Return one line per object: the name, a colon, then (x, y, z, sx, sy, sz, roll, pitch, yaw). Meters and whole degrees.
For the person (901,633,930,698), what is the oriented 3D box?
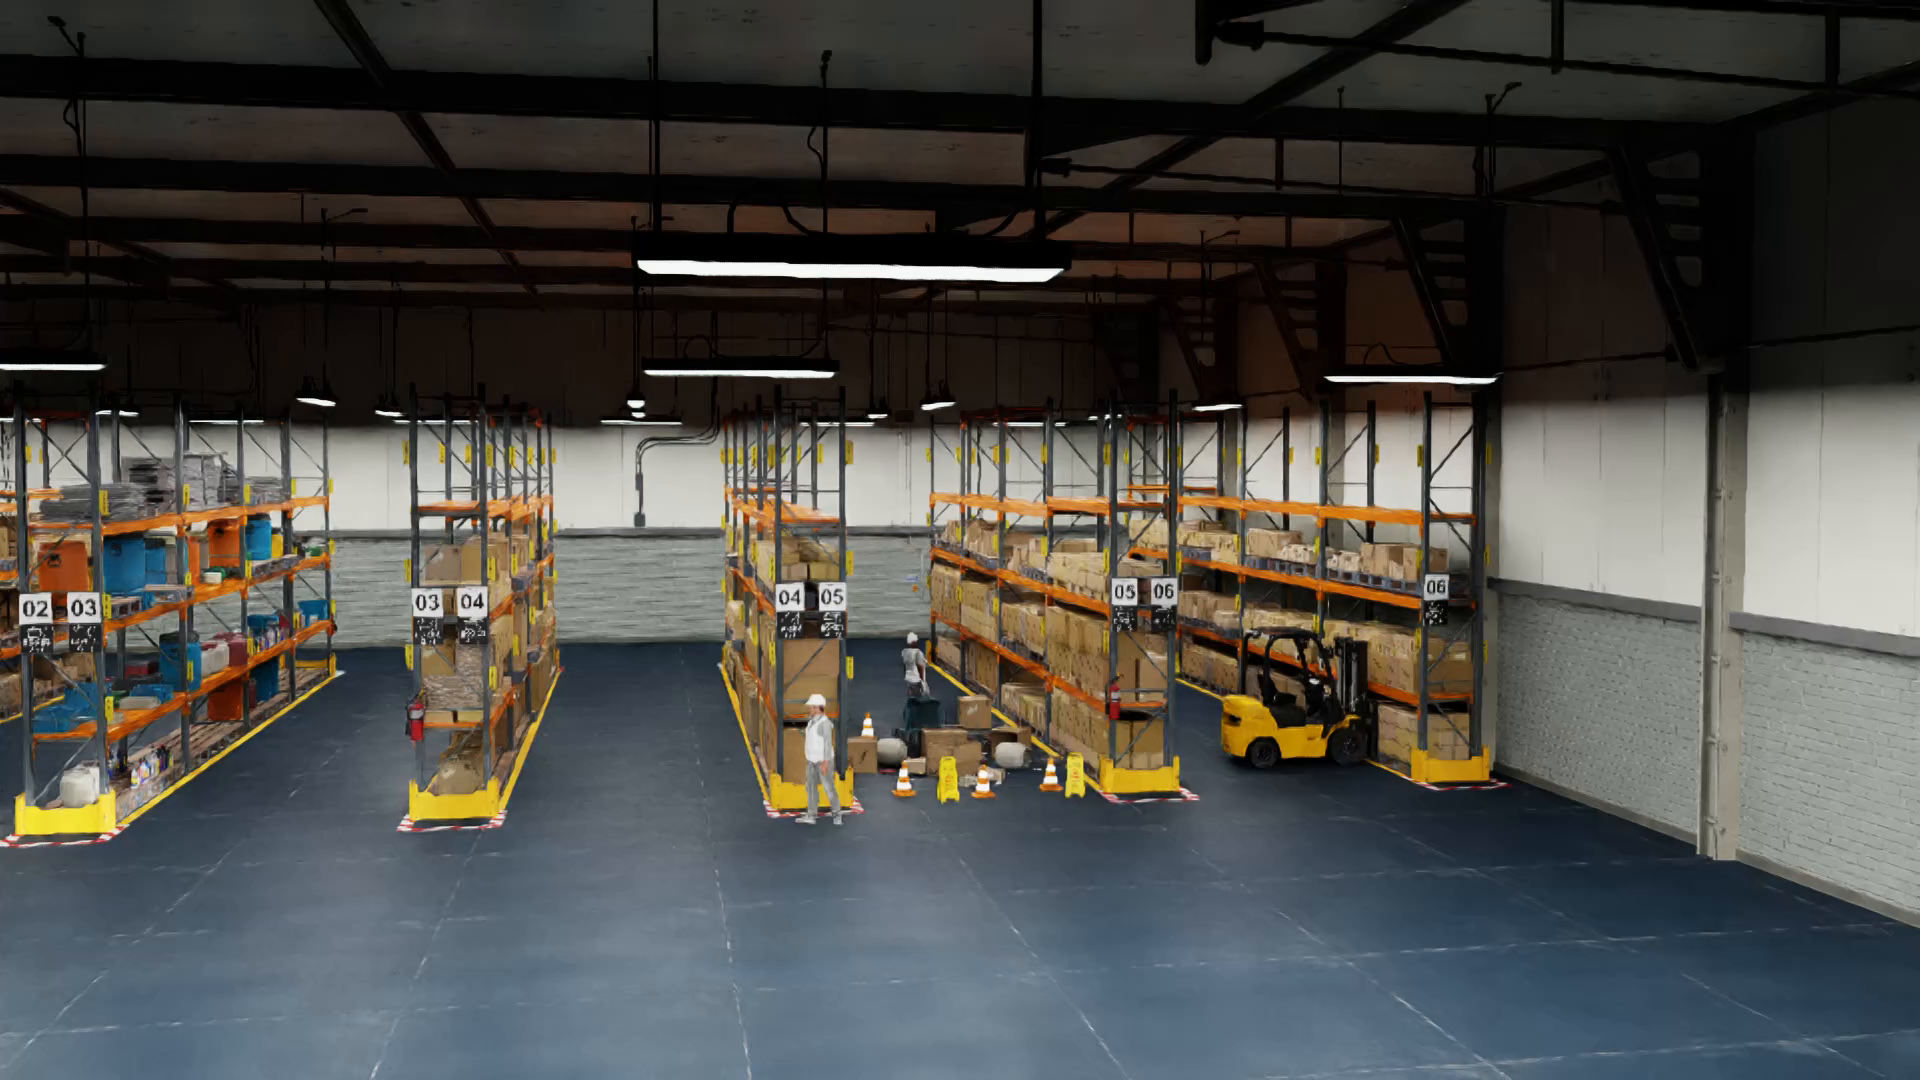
person: (-0.830, 2.576, 30.246, 0.447, 1.780, 0.600, -2, 4, -39)

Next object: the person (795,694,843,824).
person: (-1.895, 2.978, 22.595, 0.554, 1.773, 0.651, -2, 3, -32)
